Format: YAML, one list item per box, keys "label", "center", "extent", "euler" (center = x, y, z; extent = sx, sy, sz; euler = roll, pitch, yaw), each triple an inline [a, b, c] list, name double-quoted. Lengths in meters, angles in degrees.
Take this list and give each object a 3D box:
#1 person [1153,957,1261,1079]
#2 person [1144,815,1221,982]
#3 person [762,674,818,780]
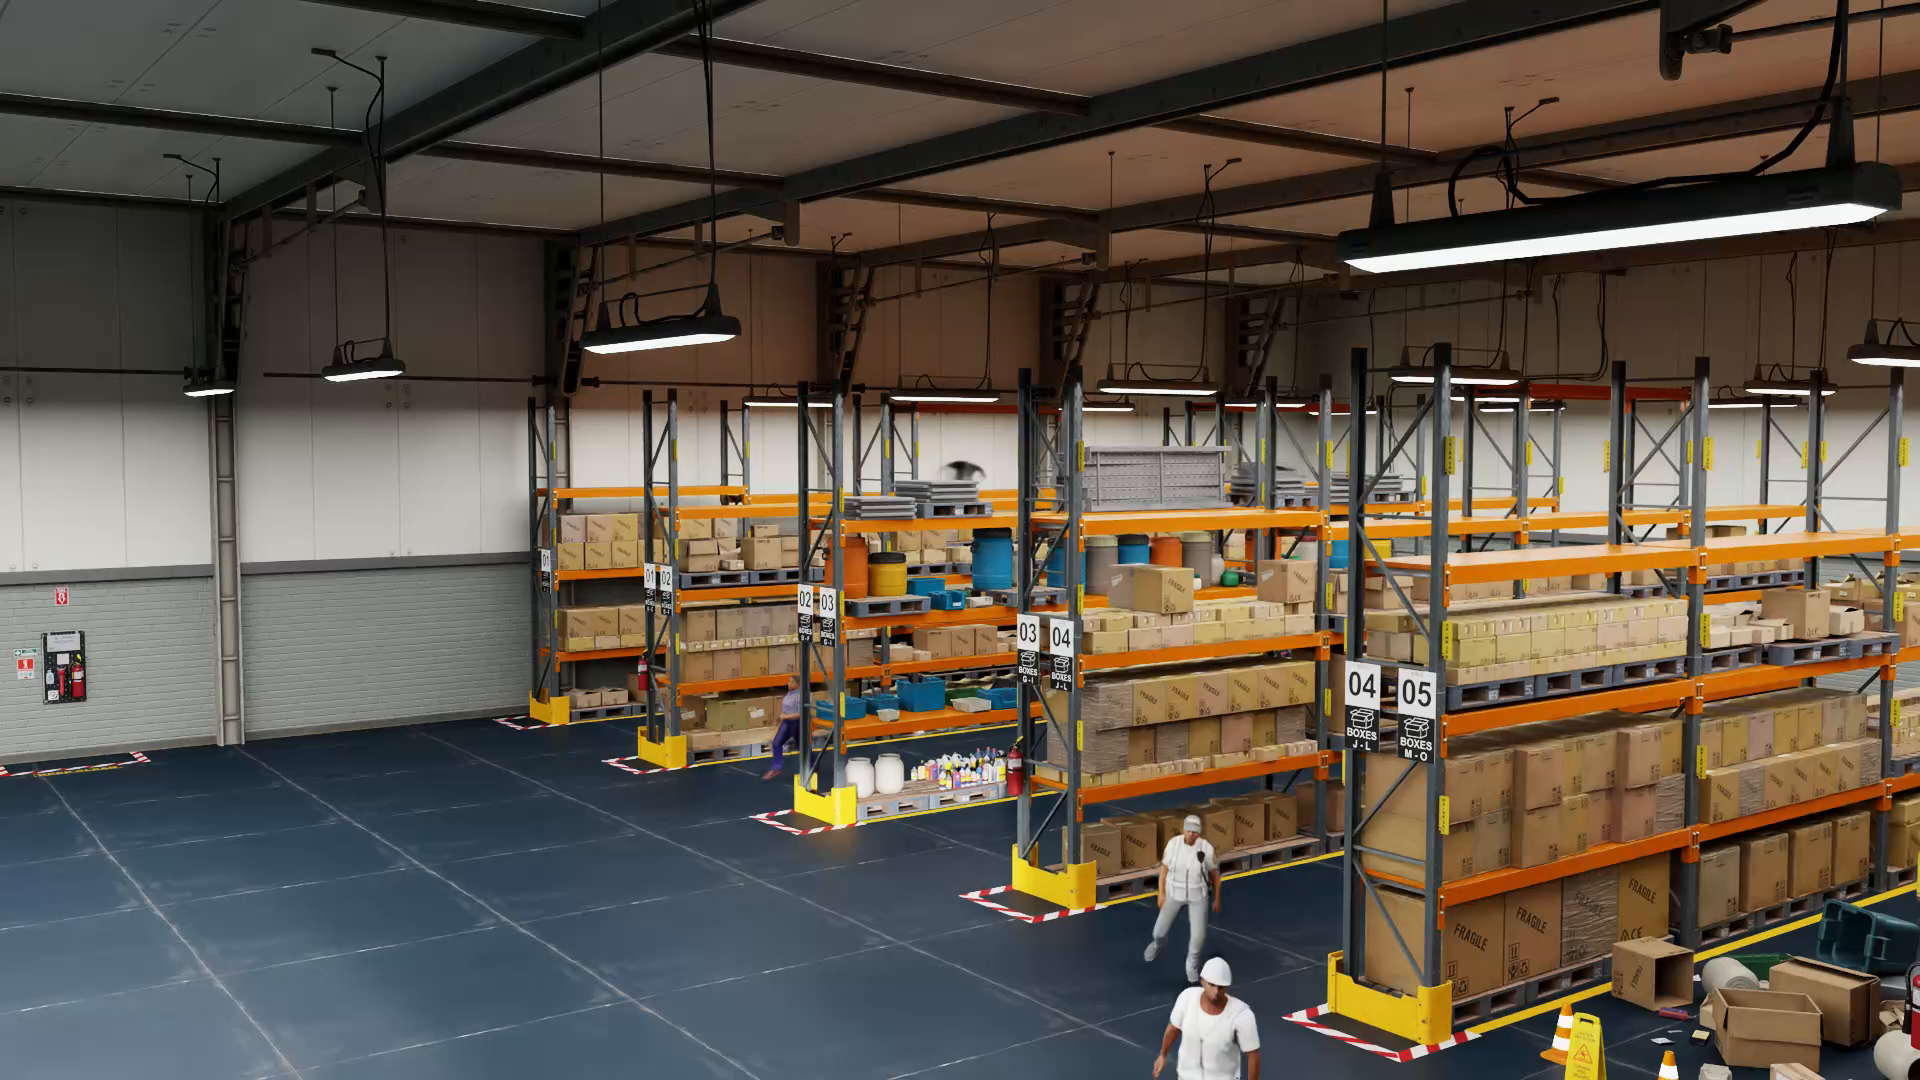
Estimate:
- label: "person"
  center: [1.699, 3.638, 11.377]
  extent: [0.780, 1.710, 0.736]
  euler: [1, 4, 22]
- label: "person"
  center: [2.142, 3.411, 16.035]
  extent: [0.748, 1.607, 0.653]
  euler: [1, 3, 9]
- label: "person"
  center: [-2.506, 2.841, 25.334]
  extent: [0.827, 1.628, 0.678]
  euler: [-3, 4, -39]
